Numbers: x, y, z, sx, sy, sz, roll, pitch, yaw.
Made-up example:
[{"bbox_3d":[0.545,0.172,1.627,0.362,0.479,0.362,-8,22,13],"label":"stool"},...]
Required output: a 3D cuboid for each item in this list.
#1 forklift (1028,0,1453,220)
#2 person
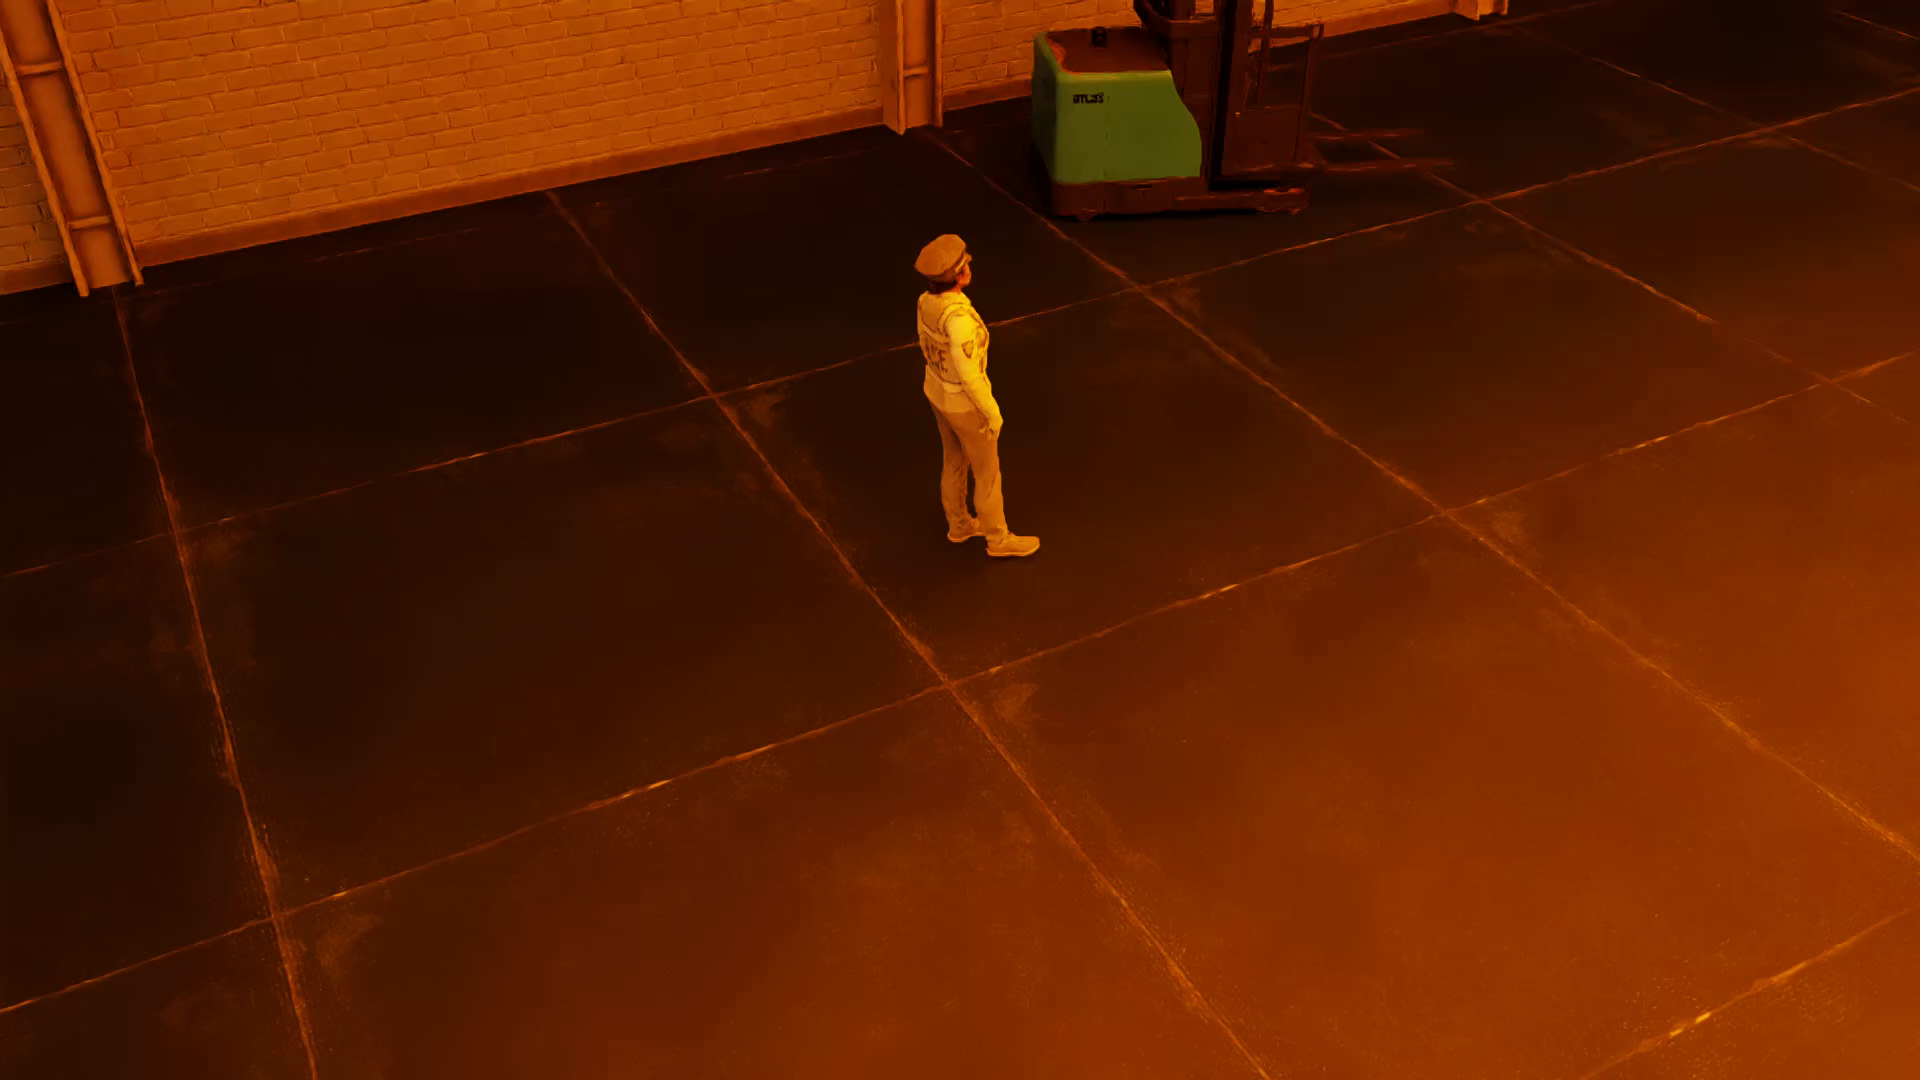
[{"bbox_3d":[2.075,-3.853,11.574,3.031,2.935,1.130,-5,36,-7],"label":"forklift"},{"bbox_3d":[0.063,-0.713,8.190,0.533,1.695,0.586,-17,39,-23],"label":"person"}]
